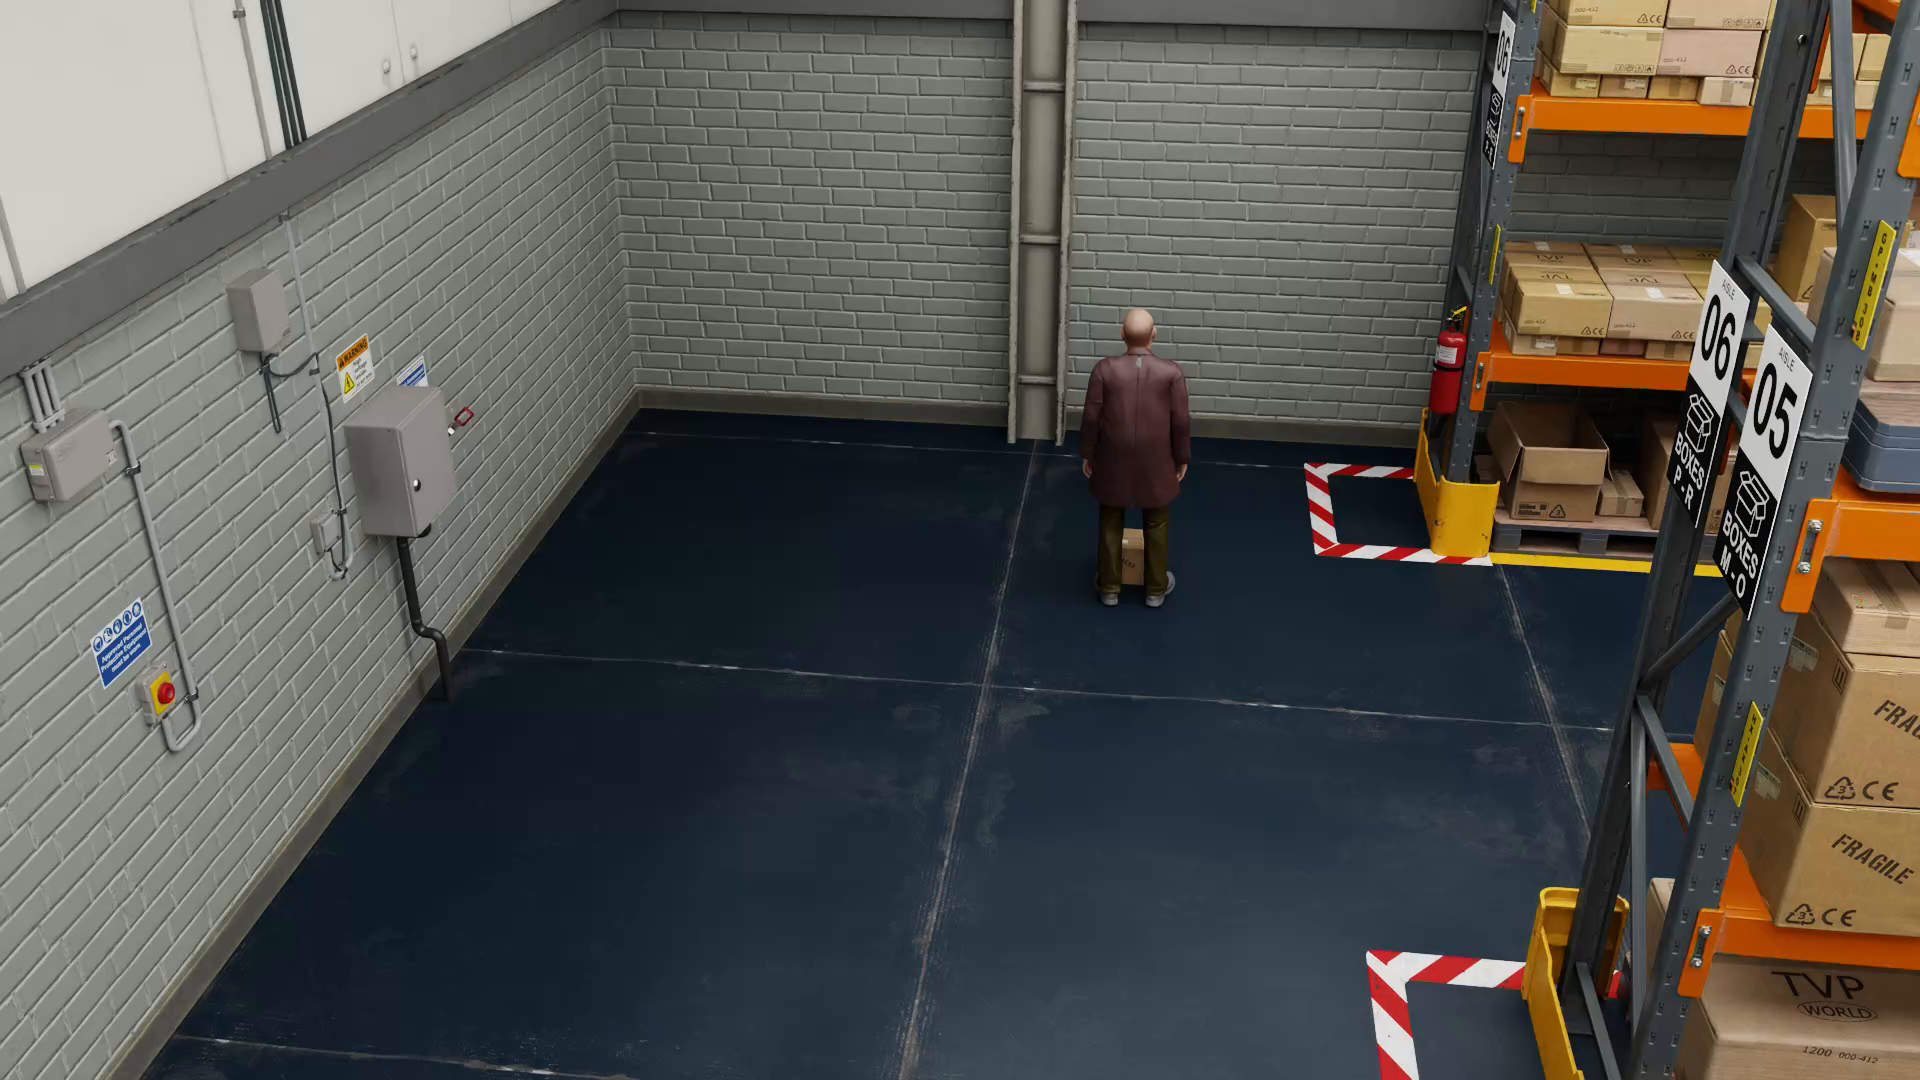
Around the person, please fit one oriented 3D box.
[{"bbox_3d":[0.996,-0.459,9.502,0.644,1.774,0.425,4,28,7],"label":"person"}]
